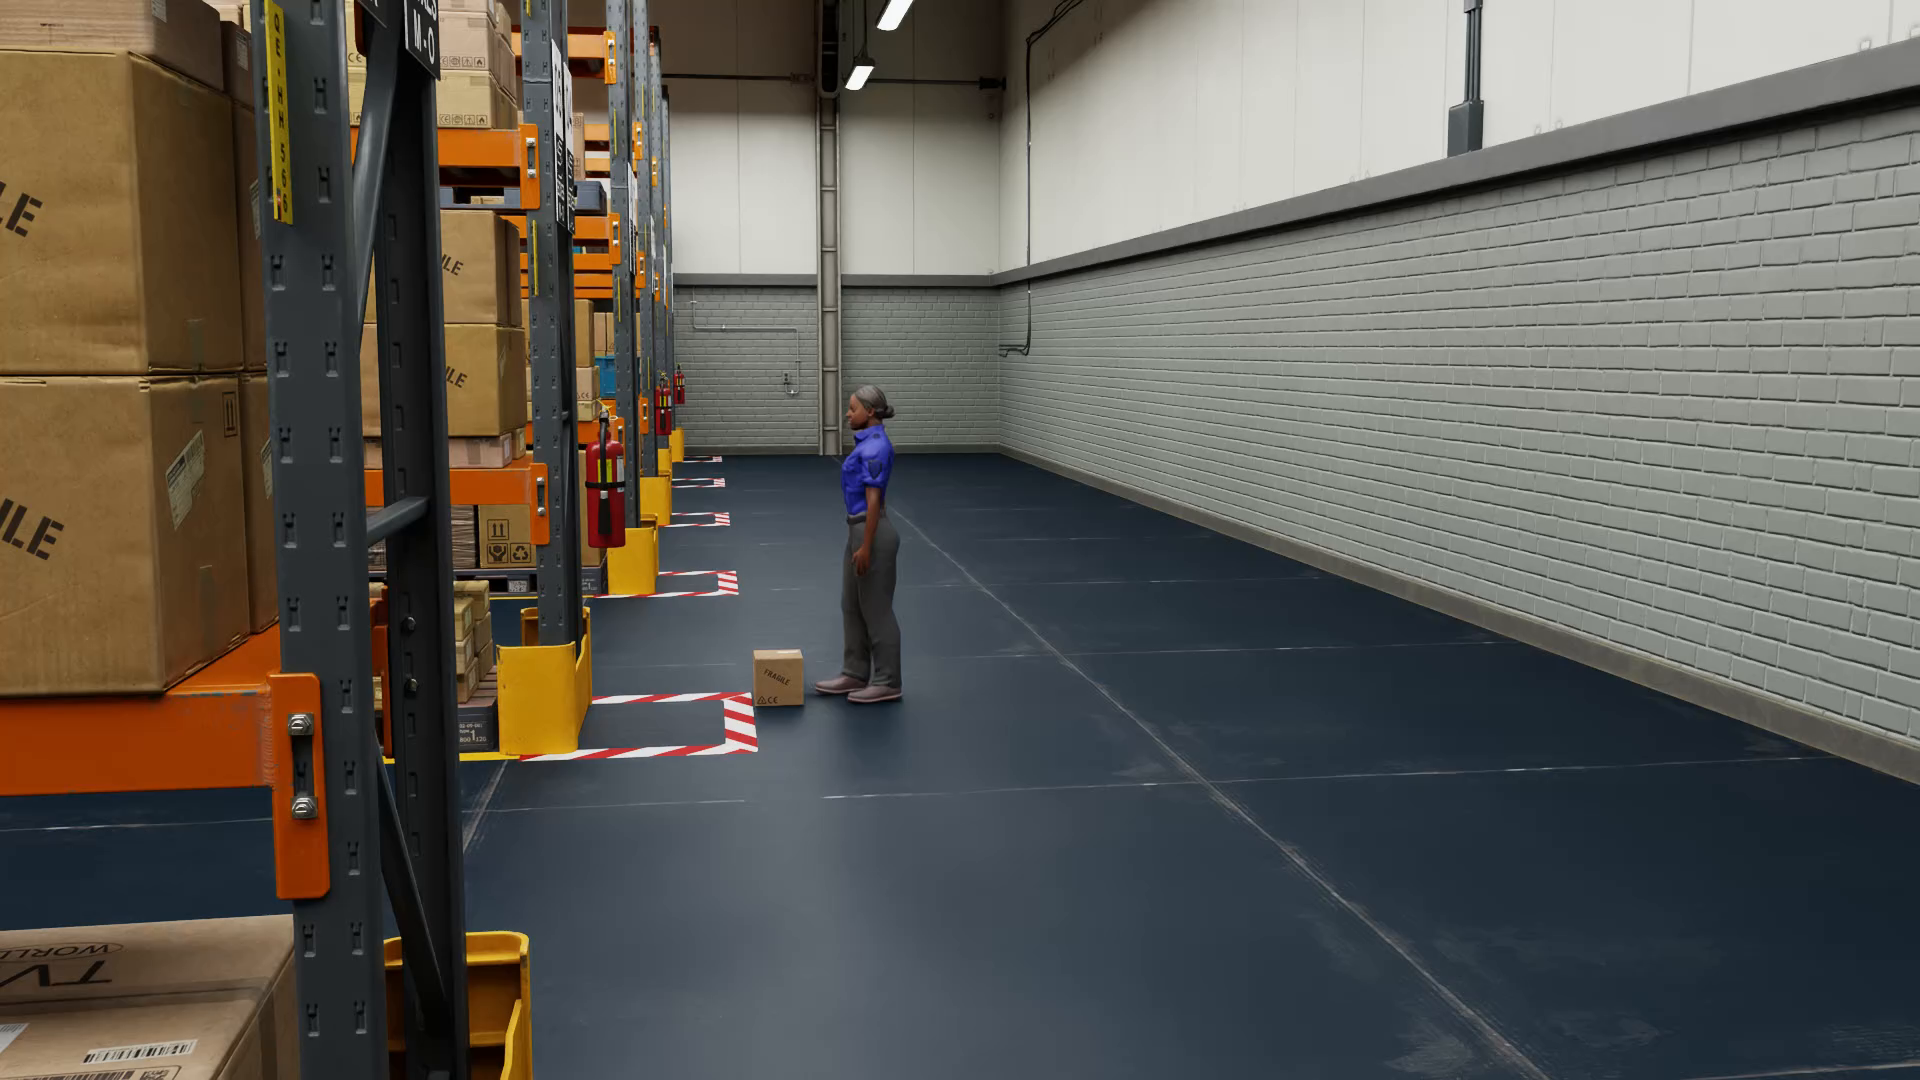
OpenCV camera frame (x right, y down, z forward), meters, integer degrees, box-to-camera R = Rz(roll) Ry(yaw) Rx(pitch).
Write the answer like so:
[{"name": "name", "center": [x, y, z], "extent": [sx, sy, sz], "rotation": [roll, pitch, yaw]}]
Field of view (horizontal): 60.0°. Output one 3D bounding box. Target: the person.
[{"name": "person", "center": [-0.535, 0.017, 8.698], "extent": [0.452, 1.657, 0.449], "rotation": [-1, 7, -8]}]
